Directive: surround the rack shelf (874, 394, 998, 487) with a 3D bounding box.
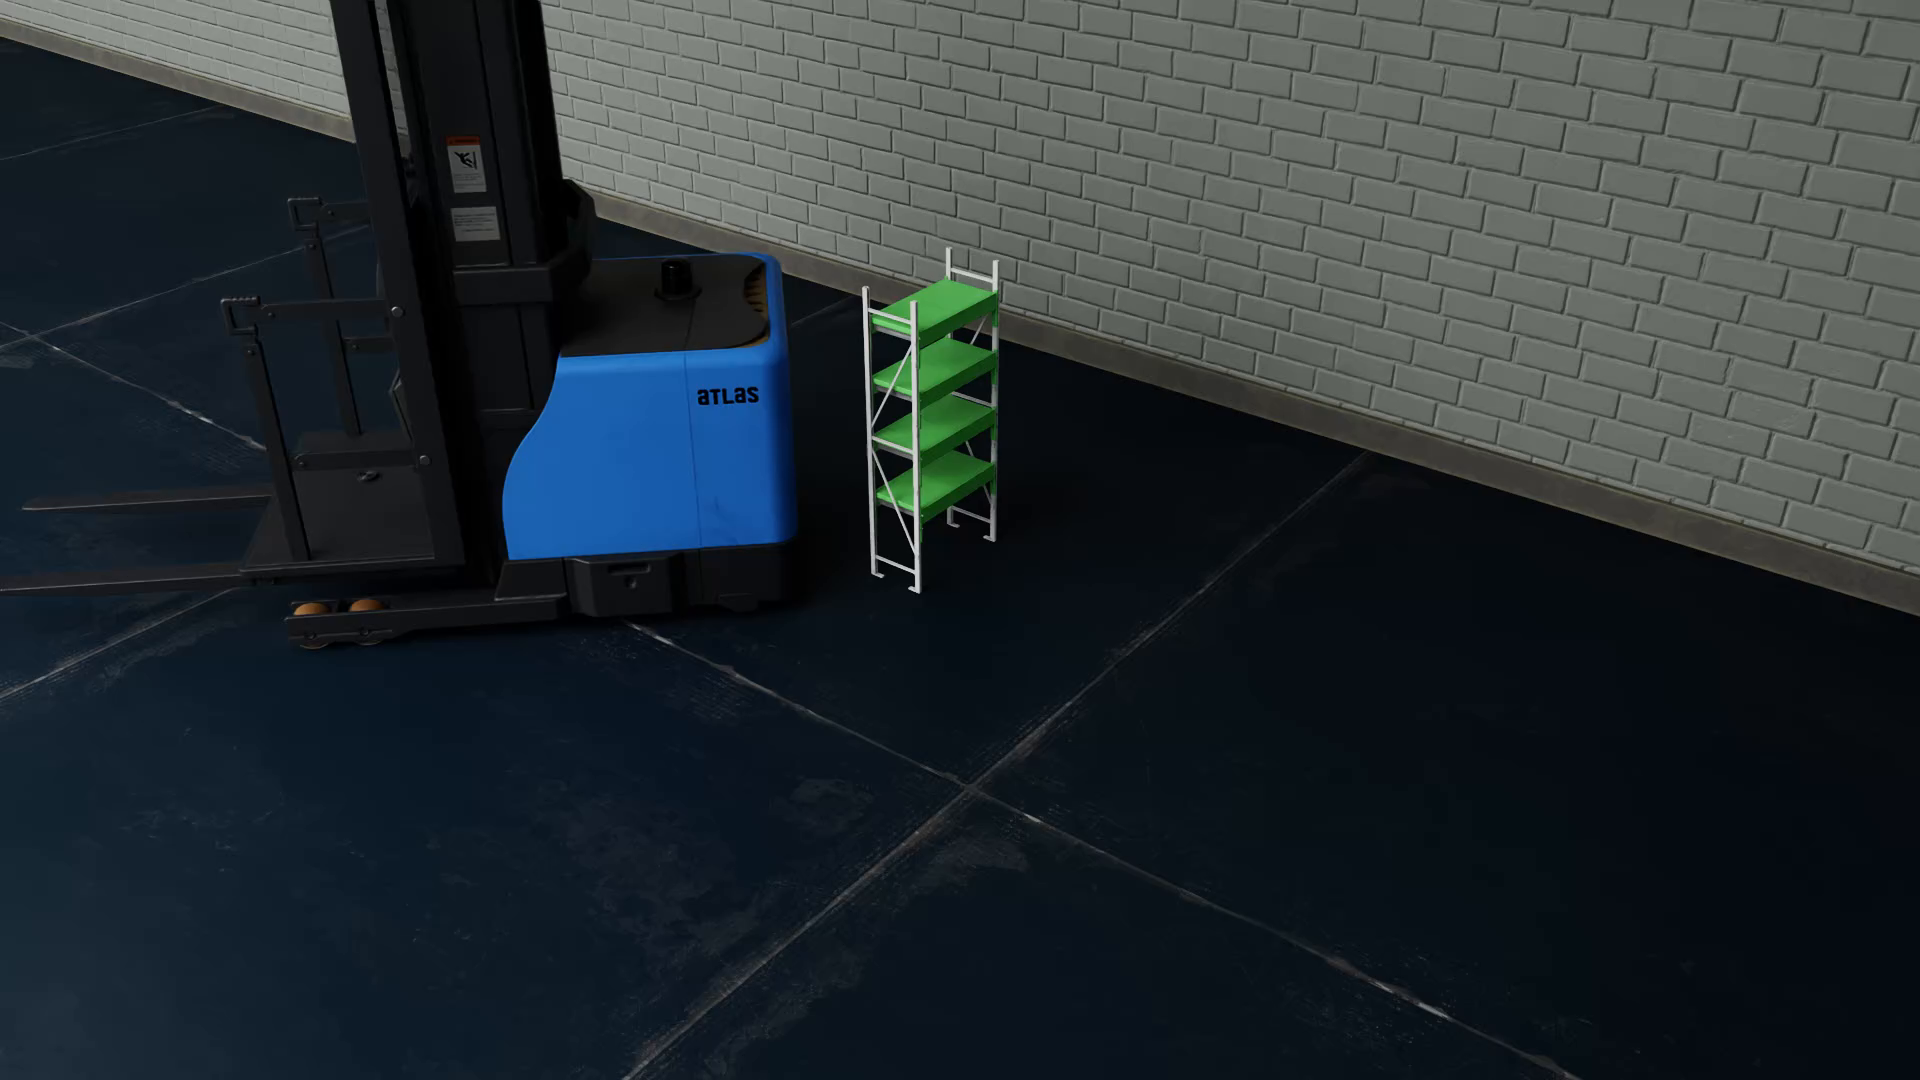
[{"bbox_3d":[-0.100,-0.394,6.363,0.258,0.148,0.480,21,37,31],"label":"rack shelf"}]

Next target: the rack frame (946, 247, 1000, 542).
[{"bbox_3d":[0.047,-0.548,6.498,0.240,1.200,0.015,21,37,31],"label":"rack frame"}]

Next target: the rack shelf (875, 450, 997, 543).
[{"bbox_3d":[-0.100,-0.187,6.486,0.258,0.148,0.480,21,37,31],"label":"rack shelf"}]

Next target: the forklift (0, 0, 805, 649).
[{"bbox_3d":[-2.144,-1.149,5.814,3.031,2.935,1.130,-4,31,-6],"label":"forklift"}]

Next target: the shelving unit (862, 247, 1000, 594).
[{"bbox_3d":[-0.100,-0.449,6.331,0.258,1.200,0.503,21,37,31],"label":"shelving unit"}]

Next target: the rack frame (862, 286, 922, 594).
[{"bbox_3d":[-0.247,-0.350,6.163,0.240,1.200,0.015,21,37,31],"label":"rack frame"}]

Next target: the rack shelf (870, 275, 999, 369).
[{"bbox_3d":[-0.100,-0.807,6.118,0.258,0.148,0.480,21,37,31],"label":"rack shelf"}]

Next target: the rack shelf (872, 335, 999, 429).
[{"bbox_3d":[-0.100,-0.600,6.241,0.258,0.148,0.480,21,37,31],"label":"rack shelf"}]
